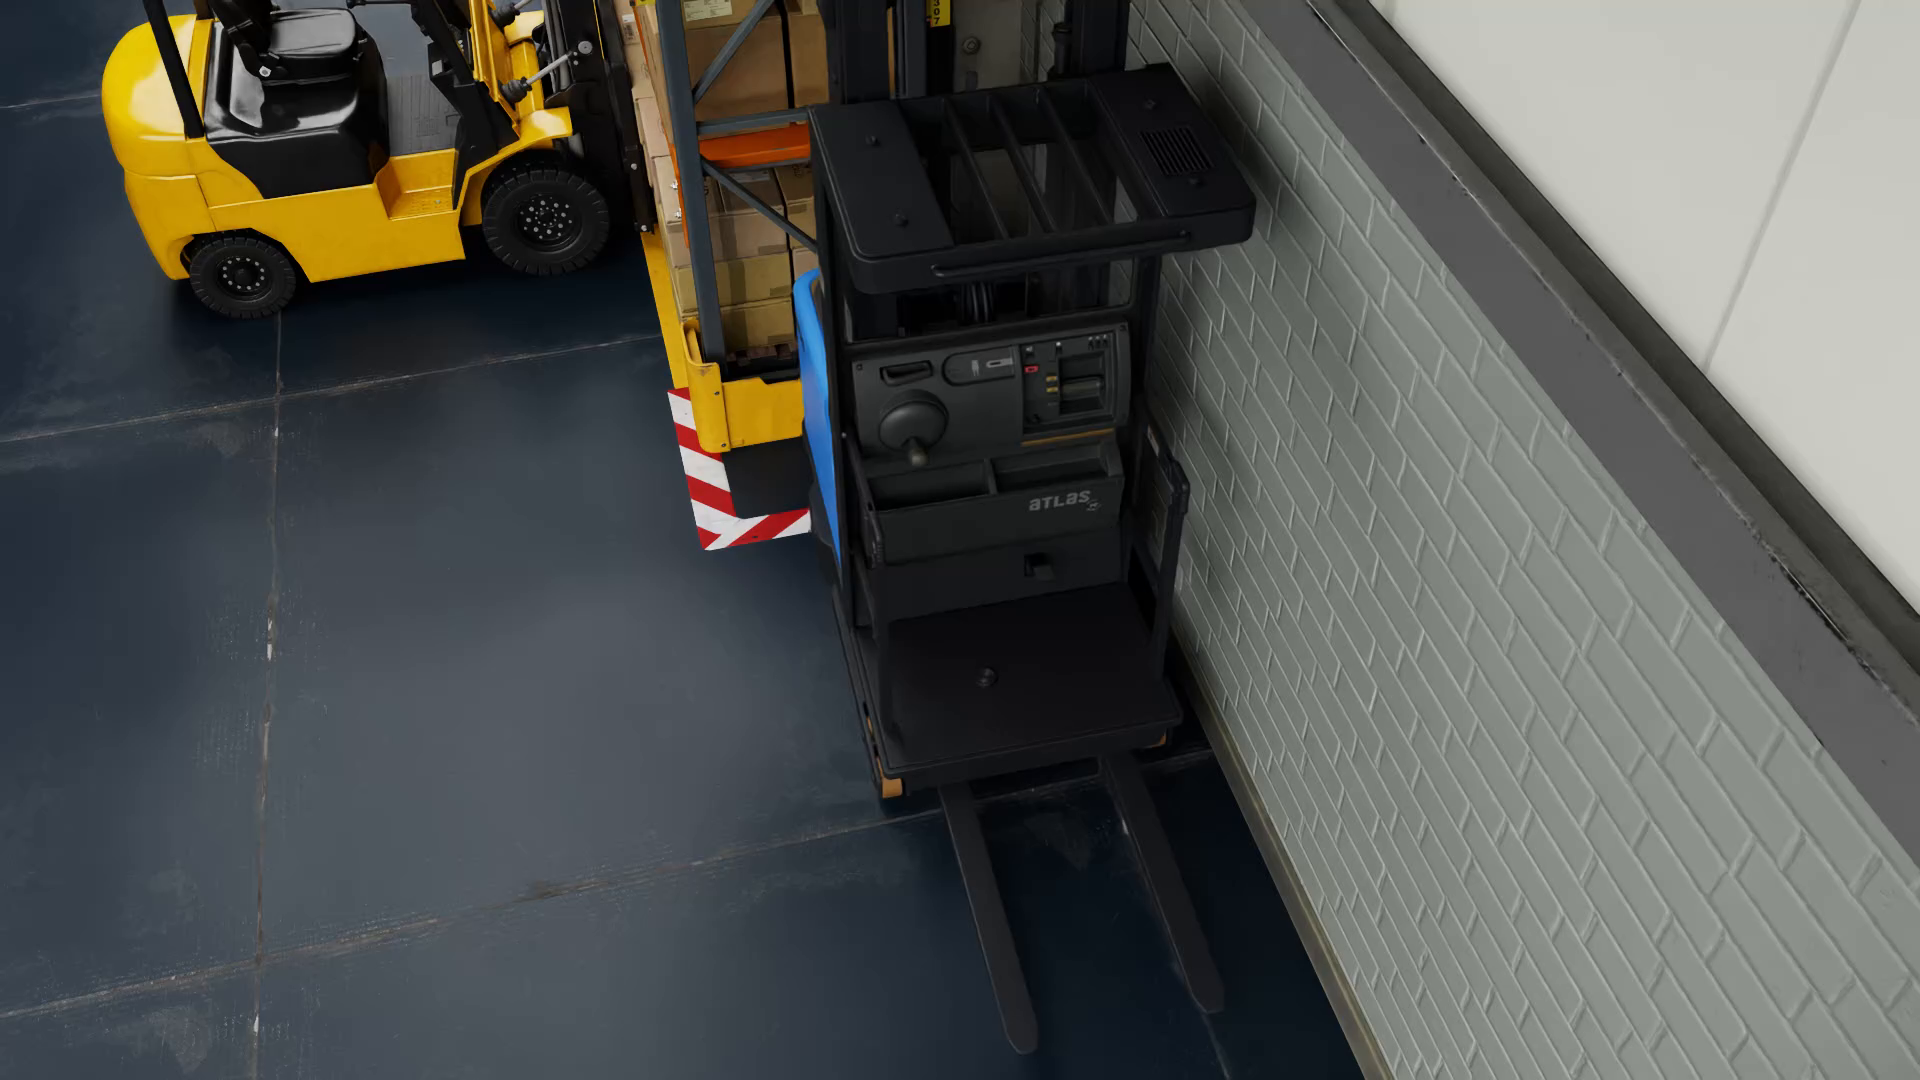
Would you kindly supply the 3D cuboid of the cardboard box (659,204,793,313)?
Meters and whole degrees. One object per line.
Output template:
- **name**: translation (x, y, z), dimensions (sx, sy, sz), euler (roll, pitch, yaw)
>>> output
- **cardboard box**: translation (-1.052, -1.305, 7.461), dimensions (0.500, 0.250, 0.500), euler (-11, 47, -11)

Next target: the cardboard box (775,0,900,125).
- **cardboard box**: translation (-0.484, -2.095, 6.883), dimensions (0.500, 0.500, 0.500), euler (-9, 46, -9)

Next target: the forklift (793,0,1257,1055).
- **forklift**: translation (0.162, -0.389, 5.330), dimensions (1.130, 2.935, 3.031), euler (-9, 46, -9)

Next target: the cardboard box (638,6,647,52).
- **cardboard box**: translation (-1.129, -2.353, 7.137), dimensions (0.500, 0.500, 0.500), euler (-9, 46, -9)

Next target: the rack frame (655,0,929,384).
- **rack frame**: translation (-0.625, -1.667, 6.534), dimensions (1.000, 3.000, 0.127), euler (-11, 47, -10)

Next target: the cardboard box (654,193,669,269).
- **cardboard box**: translation (-1.169, -1.463, 7.966), dimensions (0.500, 0.250, 0.500), euler (-11, 47, -10)

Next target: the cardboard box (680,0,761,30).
- **cardboard box**: translation (-0.985, -2.117, 6.451), dimensions (0.380, 0.149, 0.250), euler (-10, 46, -10)

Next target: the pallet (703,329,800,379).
- **pallet**: translation (-0.862, -1.211, 8.040), dimensions (1.003, 0.211, 1.213), euler (-11, 47, -10)

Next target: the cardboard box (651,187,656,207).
- **cardboard box**: translation (-1.289, -1.810, 8.306), dimensions (0.500, 0.250, 0.500), euler (-10, 46, -10)

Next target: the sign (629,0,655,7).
- **sign**: translation (-1.153, -2.065, 5.948), dimensions (0.100, 0.325, 0.005), euler (-11, 47, -10)

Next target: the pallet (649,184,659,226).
- **pallet**: translation (-1.170, -2.052, 8.864), dimensions (1.003, 0.211, 1.213), euler (-11, 47, -10)

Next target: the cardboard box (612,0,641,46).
- **cardboard box**: translation (-1.442, -2.512, 8.293), dimensions (0.500, 0.250, 0.500), euler (-12, 47, -11)

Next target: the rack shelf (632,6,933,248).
- **rack shelf**: translation (-1.137, -2.796, 8.144), dimensions (1.077, 0.370, 4.000), euler (-11, 47, -10)

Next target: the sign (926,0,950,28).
- **sign**: translation (-0.087, -2.095, 6.292), dimensions (0.100, 0.325, 0.005), euler (-11, 47, -10)

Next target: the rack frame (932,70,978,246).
- **rack frame**: translation (-0.201, -1.328, 7.182), dimensions (0.500, 1.500, 0.032), euler (-9, 47, -11)

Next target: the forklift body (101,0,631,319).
- **forklift body**: translation (-2.874, -2.345, 7.793), dimensions (2.313, 2.155, 1.214), euler (-11, 47, -10)

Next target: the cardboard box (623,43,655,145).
- **cardboard box**: translation (-1.320, -2.160, 7.949), dimensions (0.500, 0.250, 0.500), euler (-10, 46, -10)

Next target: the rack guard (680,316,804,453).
- **rack guard**: translation (-0.619, -0.775, 7.411), dimensions (1.175, 0.500, 0.348), euler (-11, 47, -10)

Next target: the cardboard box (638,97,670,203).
- **cardboard box**: translation (-1.181, -1.814, 7.609), dimensions (0.500, 0.250, 0.500), euler (-10, 46, -10)

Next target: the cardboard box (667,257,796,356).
- **cardboard box**: translation (-1.051, -1.118, 7.627), dimensions (0.500, 0.250, 0.500), euler (-10, 46, -10)

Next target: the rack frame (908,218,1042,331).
- **rack frame**: translation (0.038, -0.606, 6.507), dimensions (0.500, 1.500, 0.032), euler (-9, 47, -11)

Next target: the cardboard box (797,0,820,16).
- **cardboard box**: translation (-0.461, -2.210, 6.543), dimensions (0.380, 0.149, 0.250), euler (-12, 47, -11)

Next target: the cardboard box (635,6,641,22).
- **cardboard box**: translation (-1.261, -2.707, 7.484), dimensions (0.500, 0.500, 0.500), euler (-12, 47, -11)

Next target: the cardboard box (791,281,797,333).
- **cardboard box**: translation (-0.562, -1.226, 7.733), dimensions (0.500, 0.250, 0.500), euler (-11, 47, -10)

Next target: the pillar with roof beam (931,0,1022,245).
- **pillar with roof beam**: translation (-4.094, -3.625, 4.253), dimensions (9.100, 9.000, 0.400), euler (-11, 47, -10)

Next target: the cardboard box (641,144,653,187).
- **cardboard box**: translation (-1.323, -2.006, 8.148), dimensions (0.500, 0.250, 0.500), euler (-12, 47, -11)

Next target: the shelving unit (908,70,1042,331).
- **shelving unit**: translation (-0.083, -0.973, 6.850), dimensions (0.587, 1.500, 1.083), euler (-9, 47, -11)

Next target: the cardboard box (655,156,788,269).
- **cardboard box**: translation (-1.045, -1.462, 7.265), dimensions (0.500, 0.250, 0.500), euler (-9, 46, -9)

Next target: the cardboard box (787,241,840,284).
- **cardboard box**: translation (-0.545, -1.389, 7.543), dimensions (0.500, 0.250, 0.500), euler (-10, 46, -10)

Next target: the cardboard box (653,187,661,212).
- **cardboard box**: translation (-1.170, -1.654, 7.802), dimensions (0.500, 0.250, 0.500), euler (-11, 47, -11)

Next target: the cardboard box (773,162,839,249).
- **cardboard box**: translation (-0.565, -1.568, 7.368), dimensions (0.500, 0.250, 0.500), euler (-11, 47, -11)

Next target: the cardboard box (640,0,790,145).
- **cardboard box**: translation (-1.005, -1.994, 6.784), dimensions (0.500, 0.500, 0.500), euler (-12, 47, -11)
